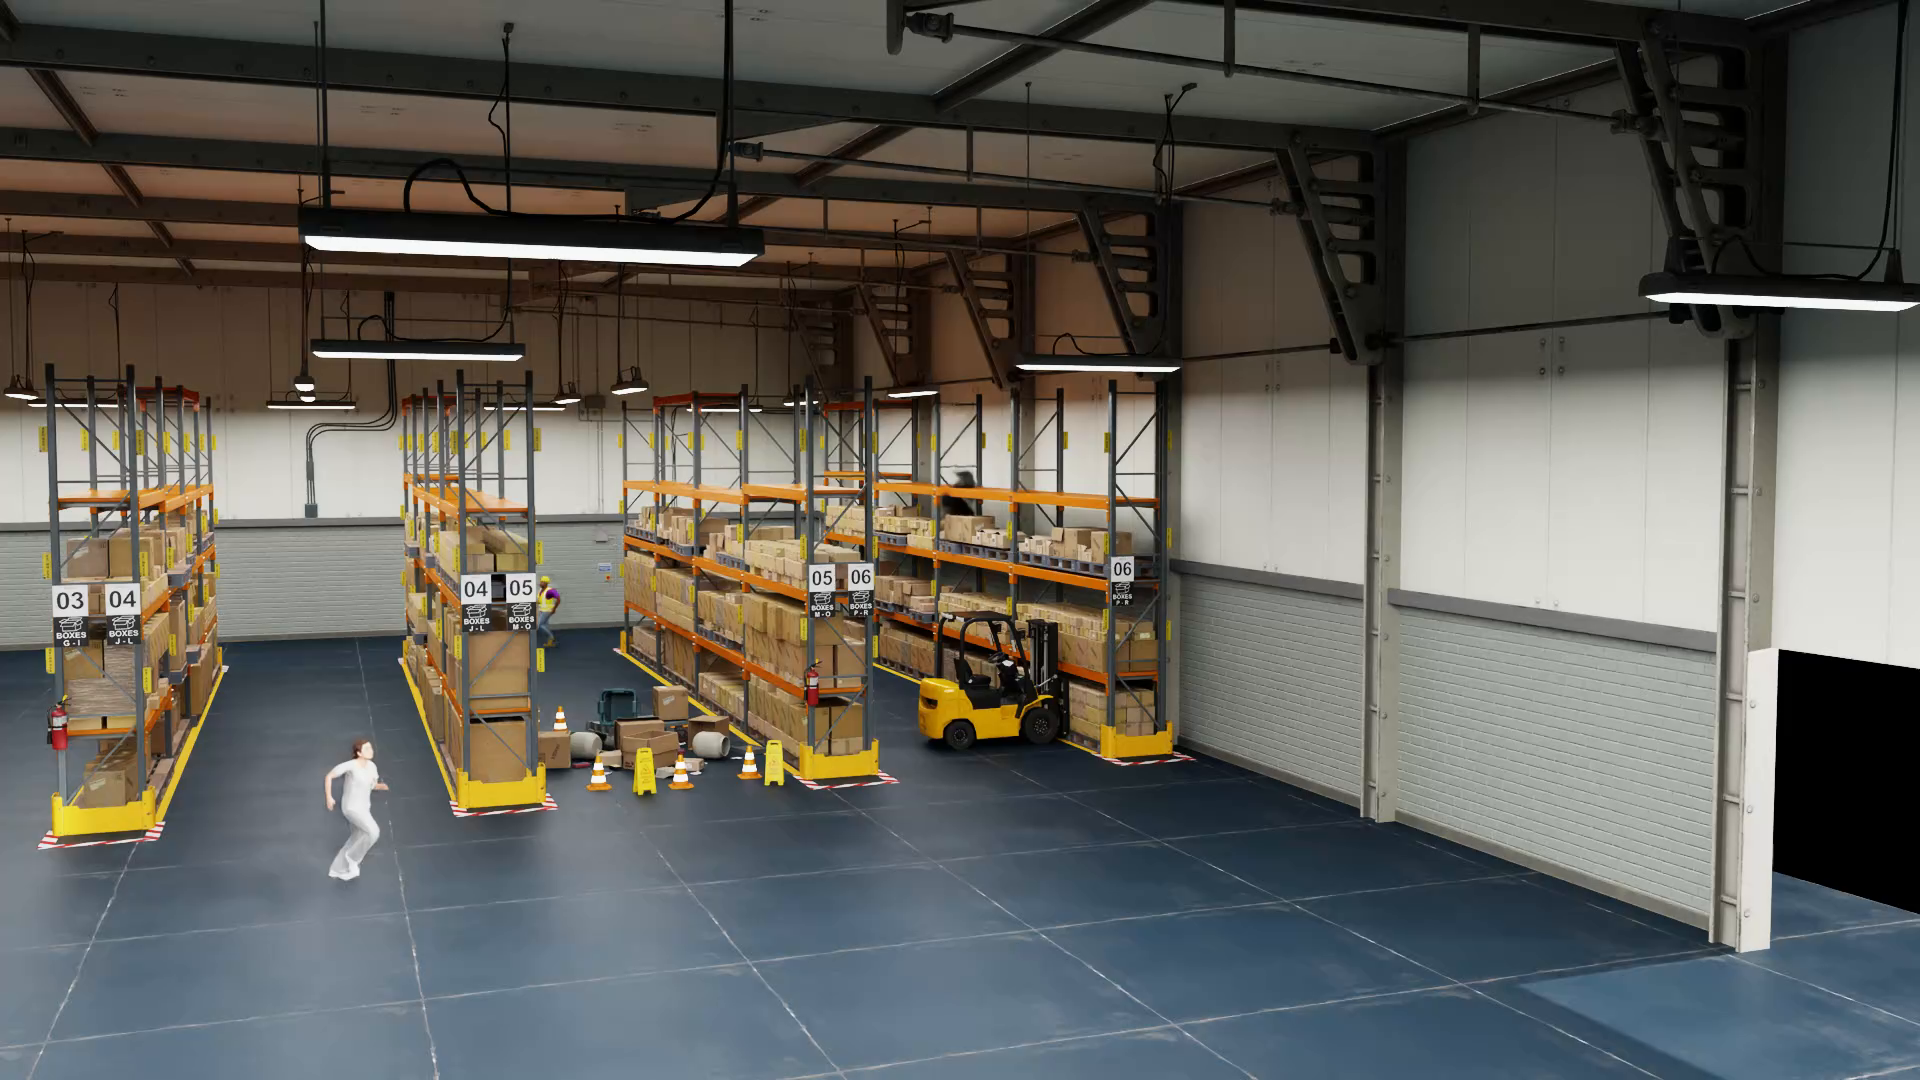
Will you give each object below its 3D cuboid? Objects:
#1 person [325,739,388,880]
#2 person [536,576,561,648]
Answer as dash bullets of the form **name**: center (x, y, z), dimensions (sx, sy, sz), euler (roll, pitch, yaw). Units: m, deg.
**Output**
- **person**: center (-6.843, 3.068, 18.900), dimensions (0.732, 1.615, 0.599), euler (1, 3, 17)
- **person**: center (-10.163, 1.757, 40.594), dimensions (0.632, 1.738, 0.698), euler (-3, 4, -38)
